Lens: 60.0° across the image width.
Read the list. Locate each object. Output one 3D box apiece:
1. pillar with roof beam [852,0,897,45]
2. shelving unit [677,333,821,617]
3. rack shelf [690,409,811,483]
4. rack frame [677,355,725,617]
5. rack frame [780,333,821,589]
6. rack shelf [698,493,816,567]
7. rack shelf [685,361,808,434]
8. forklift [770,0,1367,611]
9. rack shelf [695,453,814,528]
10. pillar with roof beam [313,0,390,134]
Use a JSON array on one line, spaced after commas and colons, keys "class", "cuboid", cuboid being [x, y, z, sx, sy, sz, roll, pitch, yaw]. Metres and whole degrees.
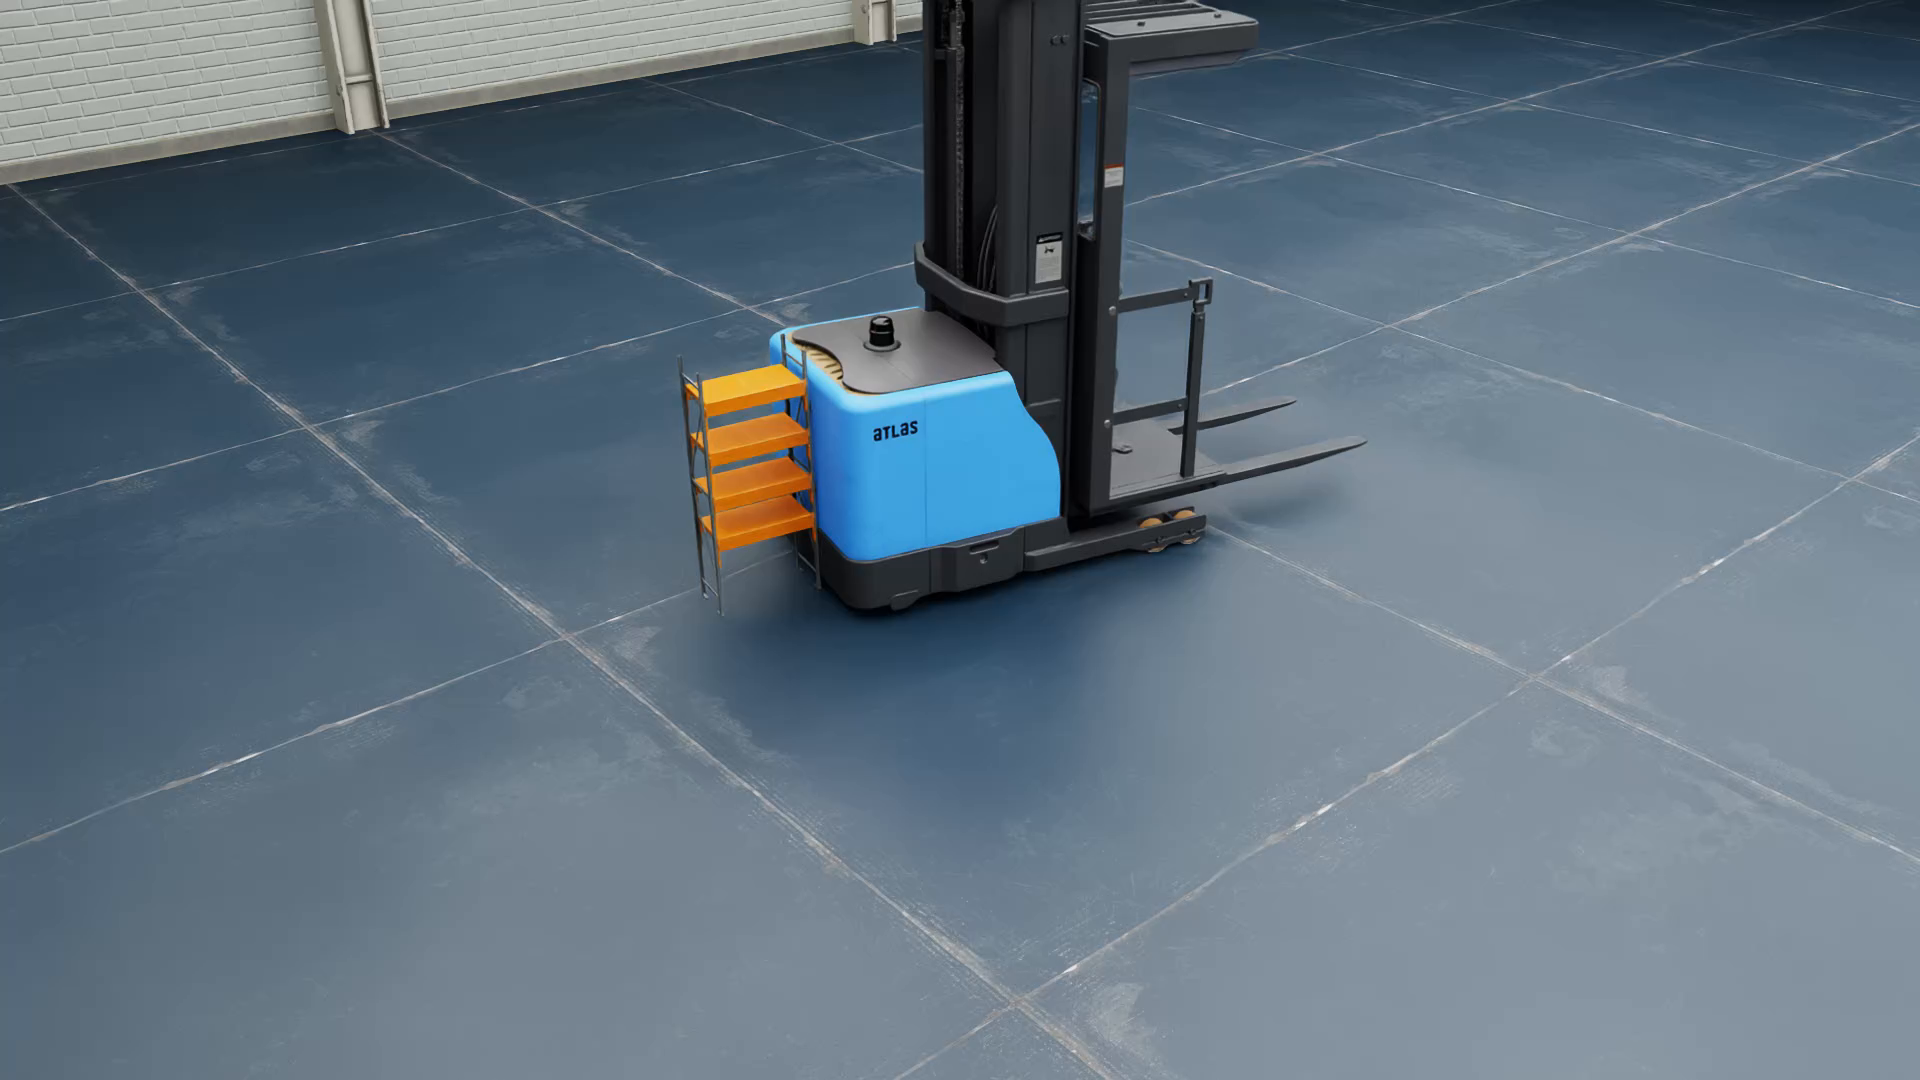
[{"class": "pillar with roof beam", "cuboid": [1.829, -8.082, 13.825, 0.400, 9.000, 9.100, -22, 35, -35]}, {"class": "shelving unit", "cuboid": [-0.938, -0.285, 7.501, 0.503, 1.200, 0.258, -16, 32, -26]}, {"class": "rack shelf", "cuboid": [-0.940, -0.422, 7.426, 0.480, 0.148, 0.258, -16, 32, -26]}, {"class": "rack frame", "cuboid": [-1.149, -0.224, 7.396, 0.015, 1.200, 0.240, -16, 32, -26]}, {"class": "rack frame", "cuboid": [-0.726, -0.346, 7.606, 0.015, 1.200, 0.240, -16, 32, -26]}, {"class": "rack shelf", "cuboid": [-0.934, -0.052, 7.628, 0.480, 0.148, 0.258, -16, 32, -26]}, {"class": "rack shelf", "cuboid": [-0.944, -0.630, 7.313, 0.480, 0.148, 0.258, -16, 32, -26]}, {"class": "forklift", "cuboid": [0.644, -1.439, 7.833, 3.031, 2.935, 1.130, -13, 31, -23]}, {"class": "rack shelf", "cuboid": [-0.937, -0.226, 7.533, 0.480, 0.148, 0.258, -16, 32, -26]}, {"class": "pillar with roof beam", "cuboid": [-2.735, -6.246, 10.391, 0.400, 9.000, 9.100, -22, 35, -35]}]
